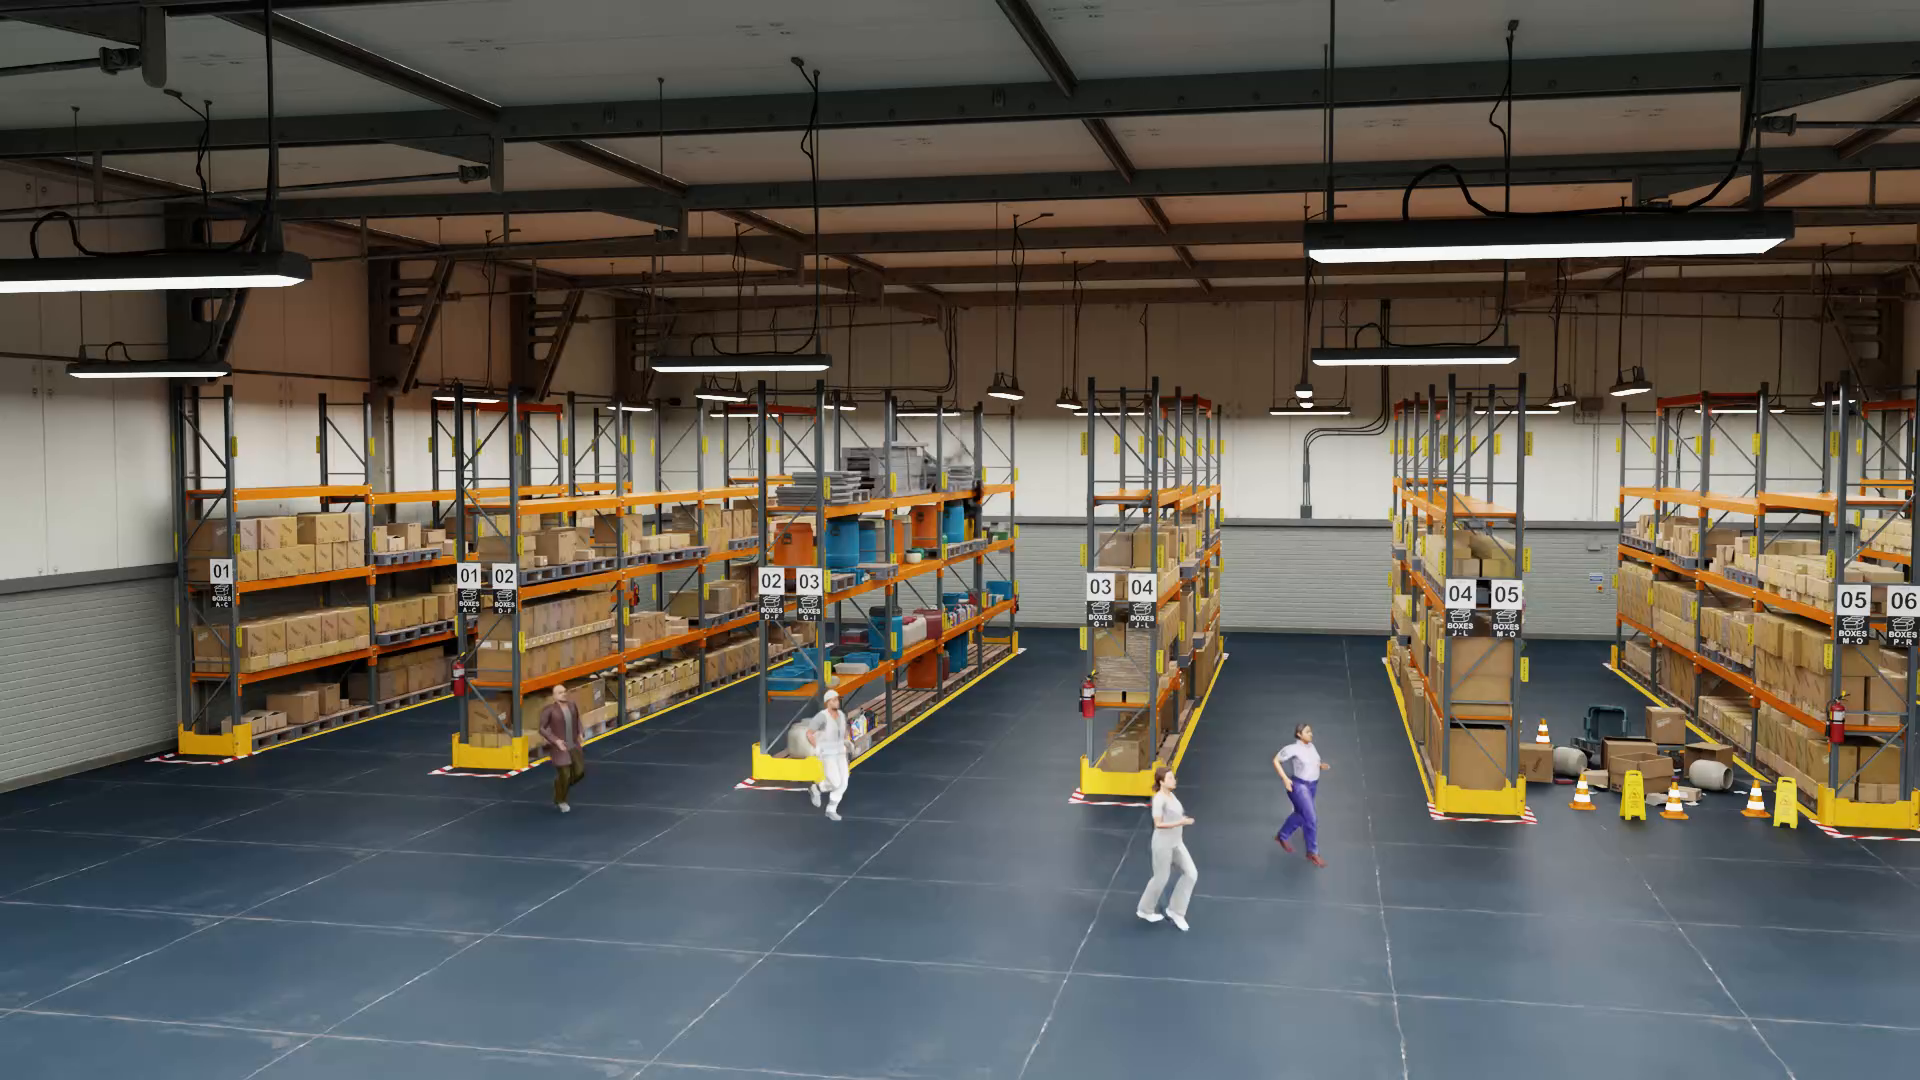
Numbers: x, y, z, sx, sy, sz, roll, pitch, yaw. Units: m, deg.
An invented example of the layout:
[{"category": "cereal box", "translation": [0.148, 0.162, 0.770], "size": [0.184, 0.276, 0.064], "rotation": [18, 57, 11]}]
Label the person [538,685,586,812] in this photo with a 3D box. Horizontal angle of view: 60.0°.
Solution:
[{"category": "person", "translation": [-5.451, 2.858, 22.882], "size": [0.571, 1.741, 0.717], "rotation": [3, 4, 42]}]

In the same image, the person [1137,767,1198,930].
[{"category": "person", "translation": [2.161, 3.202, 17.279], "size": [0.691, 1.708, 0.544], "rotation": [2, 4, 37]}]

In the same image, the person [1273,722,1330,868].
[{"category": "person", "translation": [4.135, 3.047, 20.095], "size": [0.819, 1.693, 0.587], "rotation": [3, 4, 43]}]

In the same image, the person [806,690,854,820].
[{"category": "person", "translation": [-1.725, 2.856, 22.405], "size": [0.548, 1.679, 0.672], "rotation": [3, 4, 43]}]
